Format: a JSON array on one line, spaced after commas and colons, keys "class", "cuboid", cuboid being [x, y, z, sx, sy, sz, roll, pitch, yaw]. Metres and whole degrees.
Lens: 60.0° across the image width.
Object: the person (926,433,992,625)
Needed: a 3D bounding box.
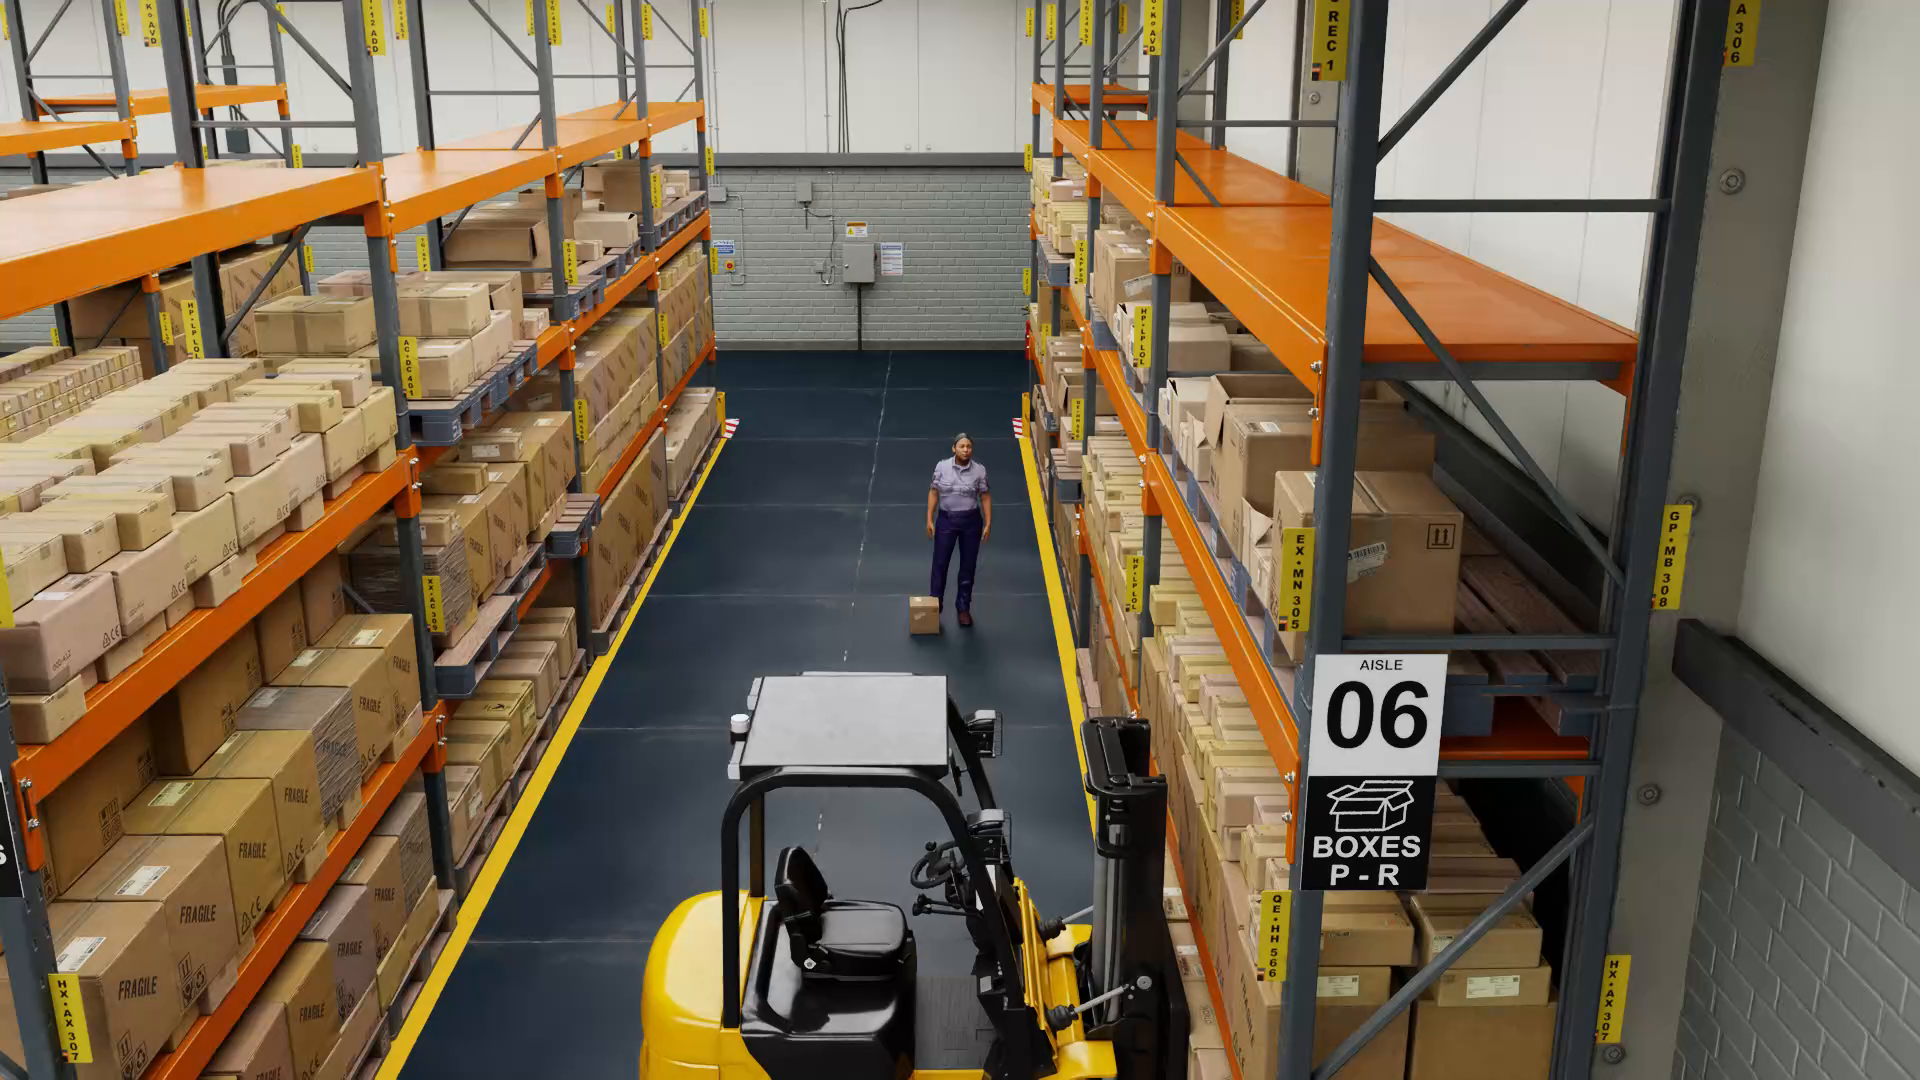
[{"class": "person", "cuboid": [-0.025, -0.081, 14.299, 0.599, 1.650, 0.503, 0, 17, -1]}]
